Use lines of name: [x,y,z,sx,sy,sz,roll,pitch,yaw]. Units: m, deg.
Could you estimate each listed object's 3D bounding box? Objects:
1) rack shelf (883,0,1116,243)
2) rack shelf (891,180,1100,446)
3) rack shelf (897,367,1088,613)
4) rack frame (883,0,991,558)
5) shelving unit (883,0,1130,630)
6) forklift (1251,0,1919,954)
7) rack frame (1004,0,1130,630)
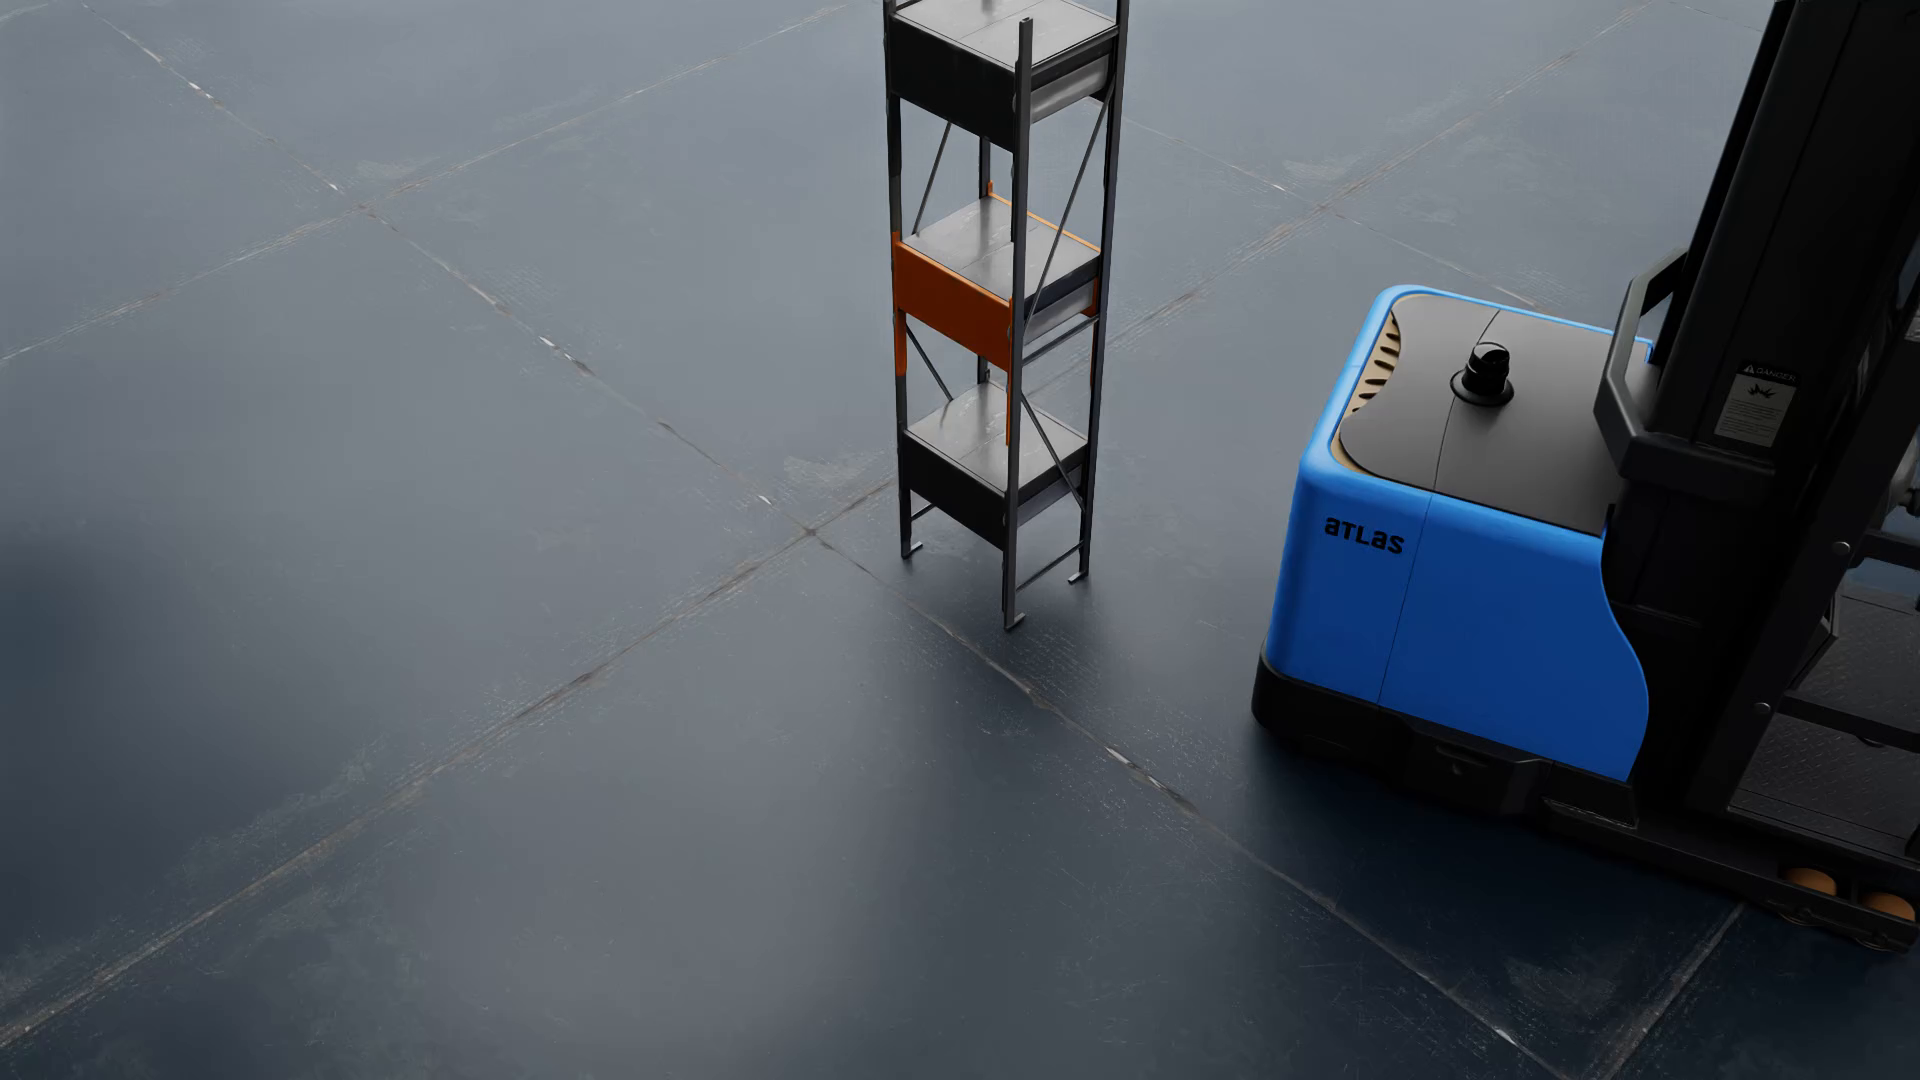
rack shelf: [0.117,-1.196,4.486,0.431,0.518,0.480,-34,53,-31]
rack shelf: [0.117,-0.682,4.961,0.431,0.518,0.480,-34,53,-31]
rack shelf: [0.117,-0.167,5.436,0.431,0.518,0.480,-34,53,-31]
rack frame: [-0.055,-0.809,5.078,0.400,2.100,0.015,-34,53,-31]
shelving unit: [0.117,-0.692,4.951,0.431,2.100,0.503,-34,53,-31]
forklift: [2.453,-0.371,3.992,3.031,2.935,1.130,17,45,18]
rack frame: [0.289,-0.574,4.824,0.400,2.100,0.015,-34,53,-31]
